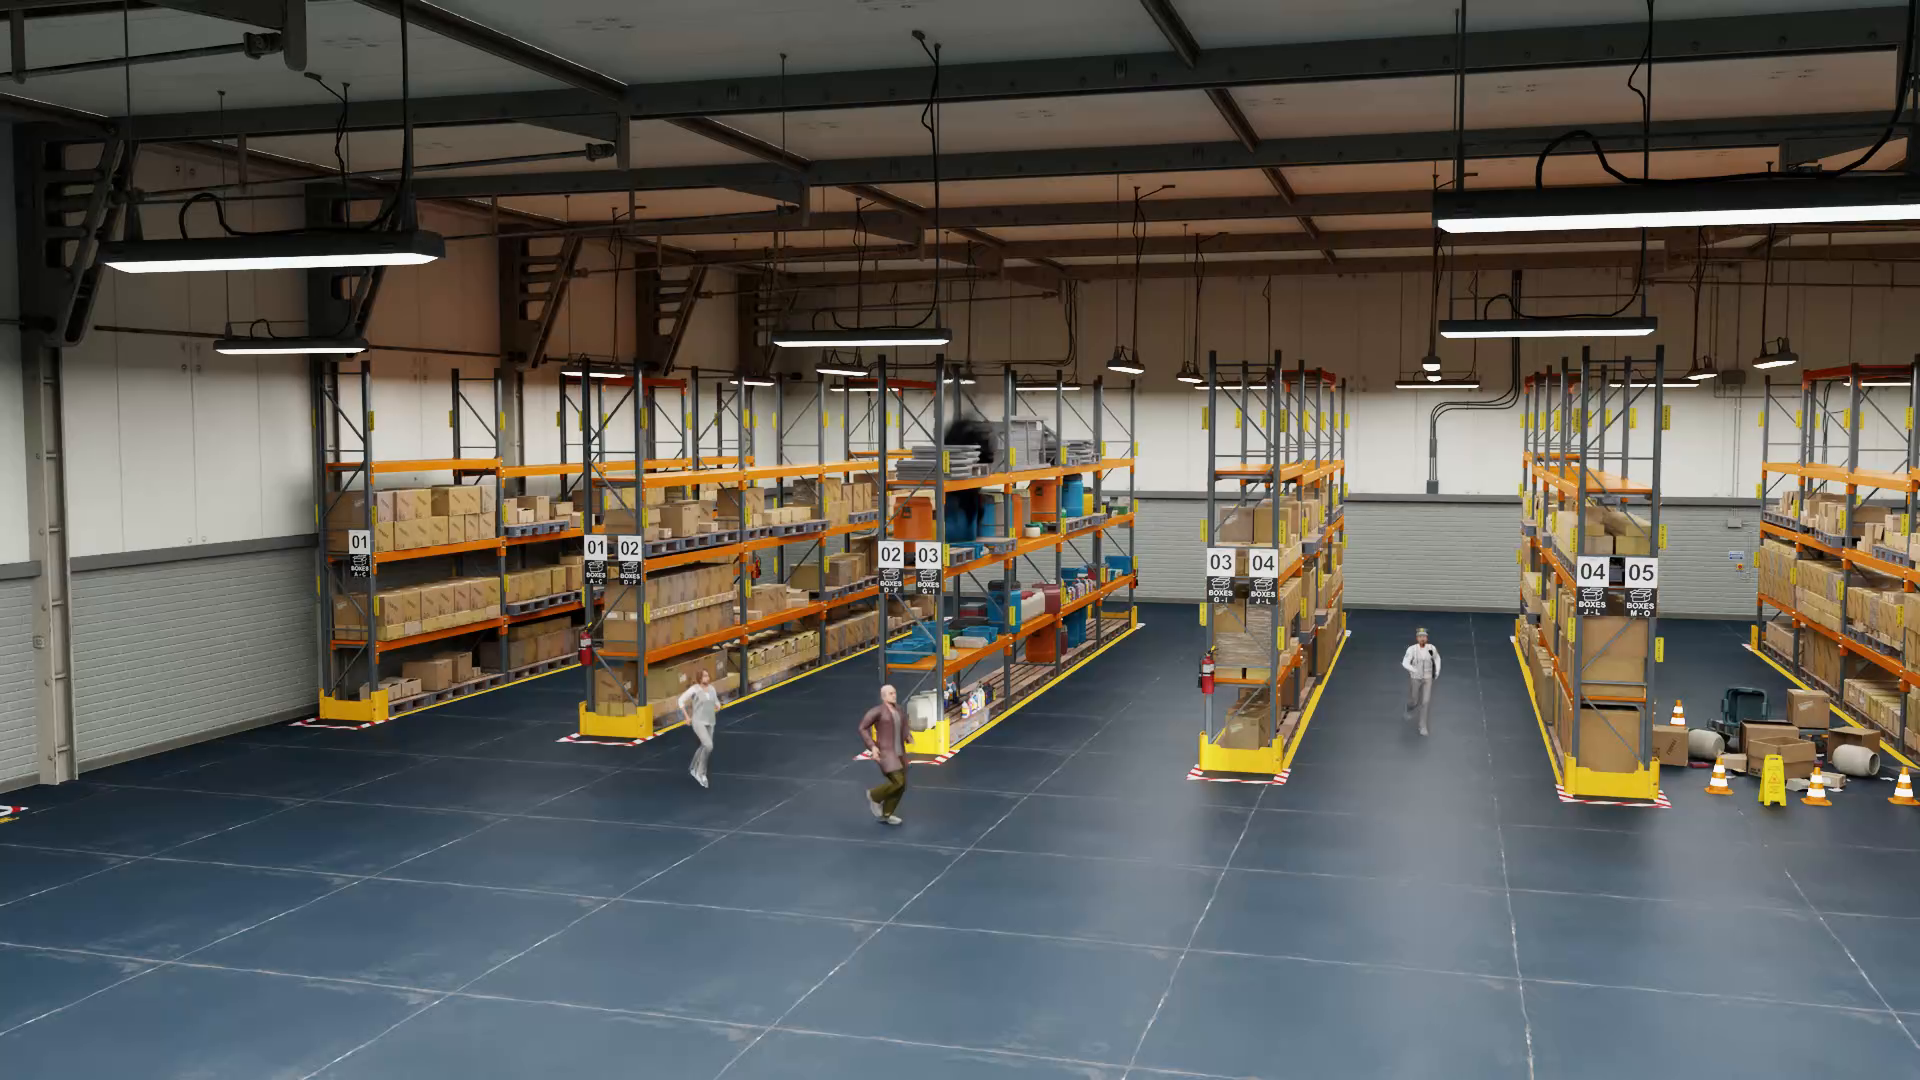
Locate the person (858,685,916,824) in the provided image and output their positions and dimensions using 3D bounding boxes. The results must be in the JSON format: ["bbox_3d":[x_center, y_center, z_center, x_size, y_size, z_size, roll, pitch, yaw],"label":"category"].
[{"bbox_3d":[-0.841,2.666,20.628,0.624,1.730,0.715,4,5,41],"label":"person"}]

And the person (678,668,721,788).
[{"bbox_3d":[-3.533,2.570,22.871,0.691,1.625,0.505,4,5,42],"label":"person"}]

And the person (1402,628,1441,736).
[{"bbox_3d":[7.460,2.251,26.878,0.625,1.702,0.867,0,4,6],"label":"person"}]
